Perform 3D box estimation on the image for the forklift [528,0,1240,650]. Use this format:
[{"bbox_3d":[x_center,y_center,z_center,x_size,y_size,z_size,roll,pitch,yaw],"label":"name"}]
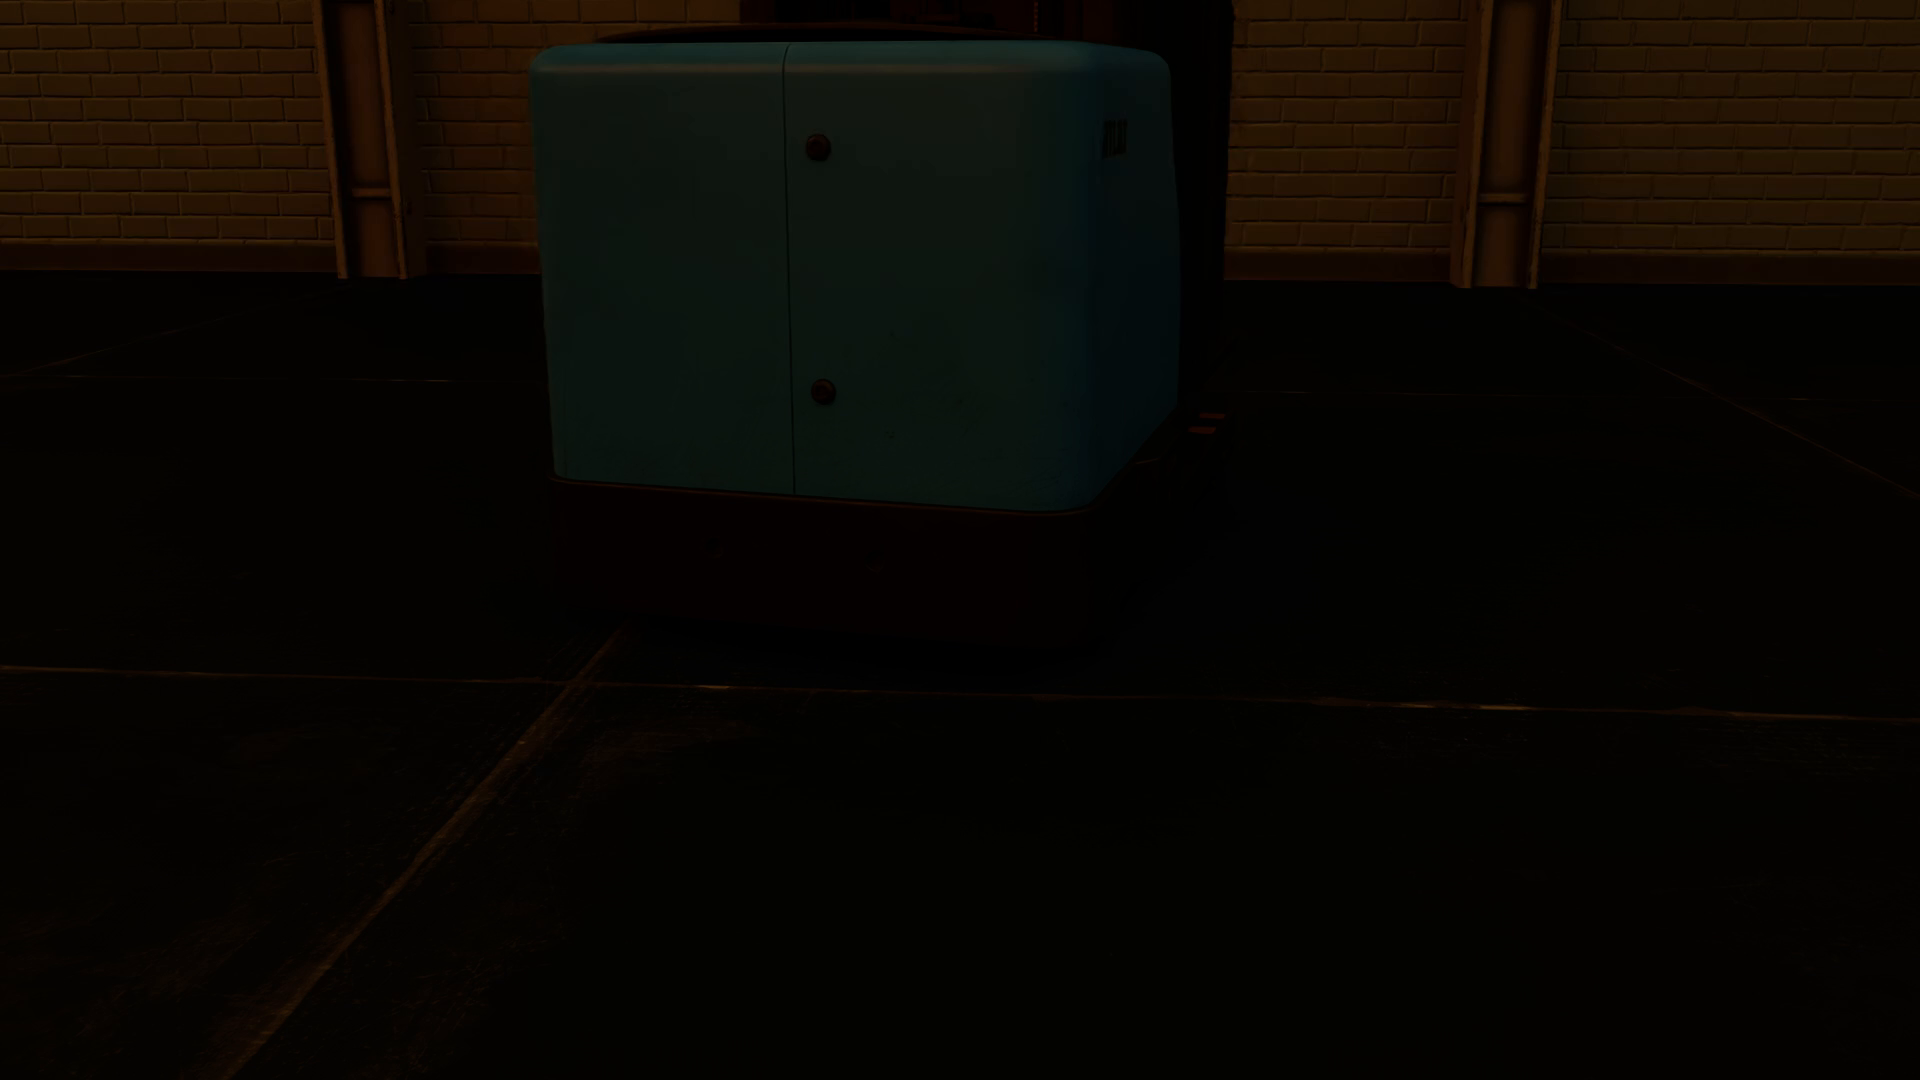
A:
[{"bbox_3d":[0.122,-1.569,3.999,1.130,2.935,3.031,4,16,15],"label":"forklift"}]
